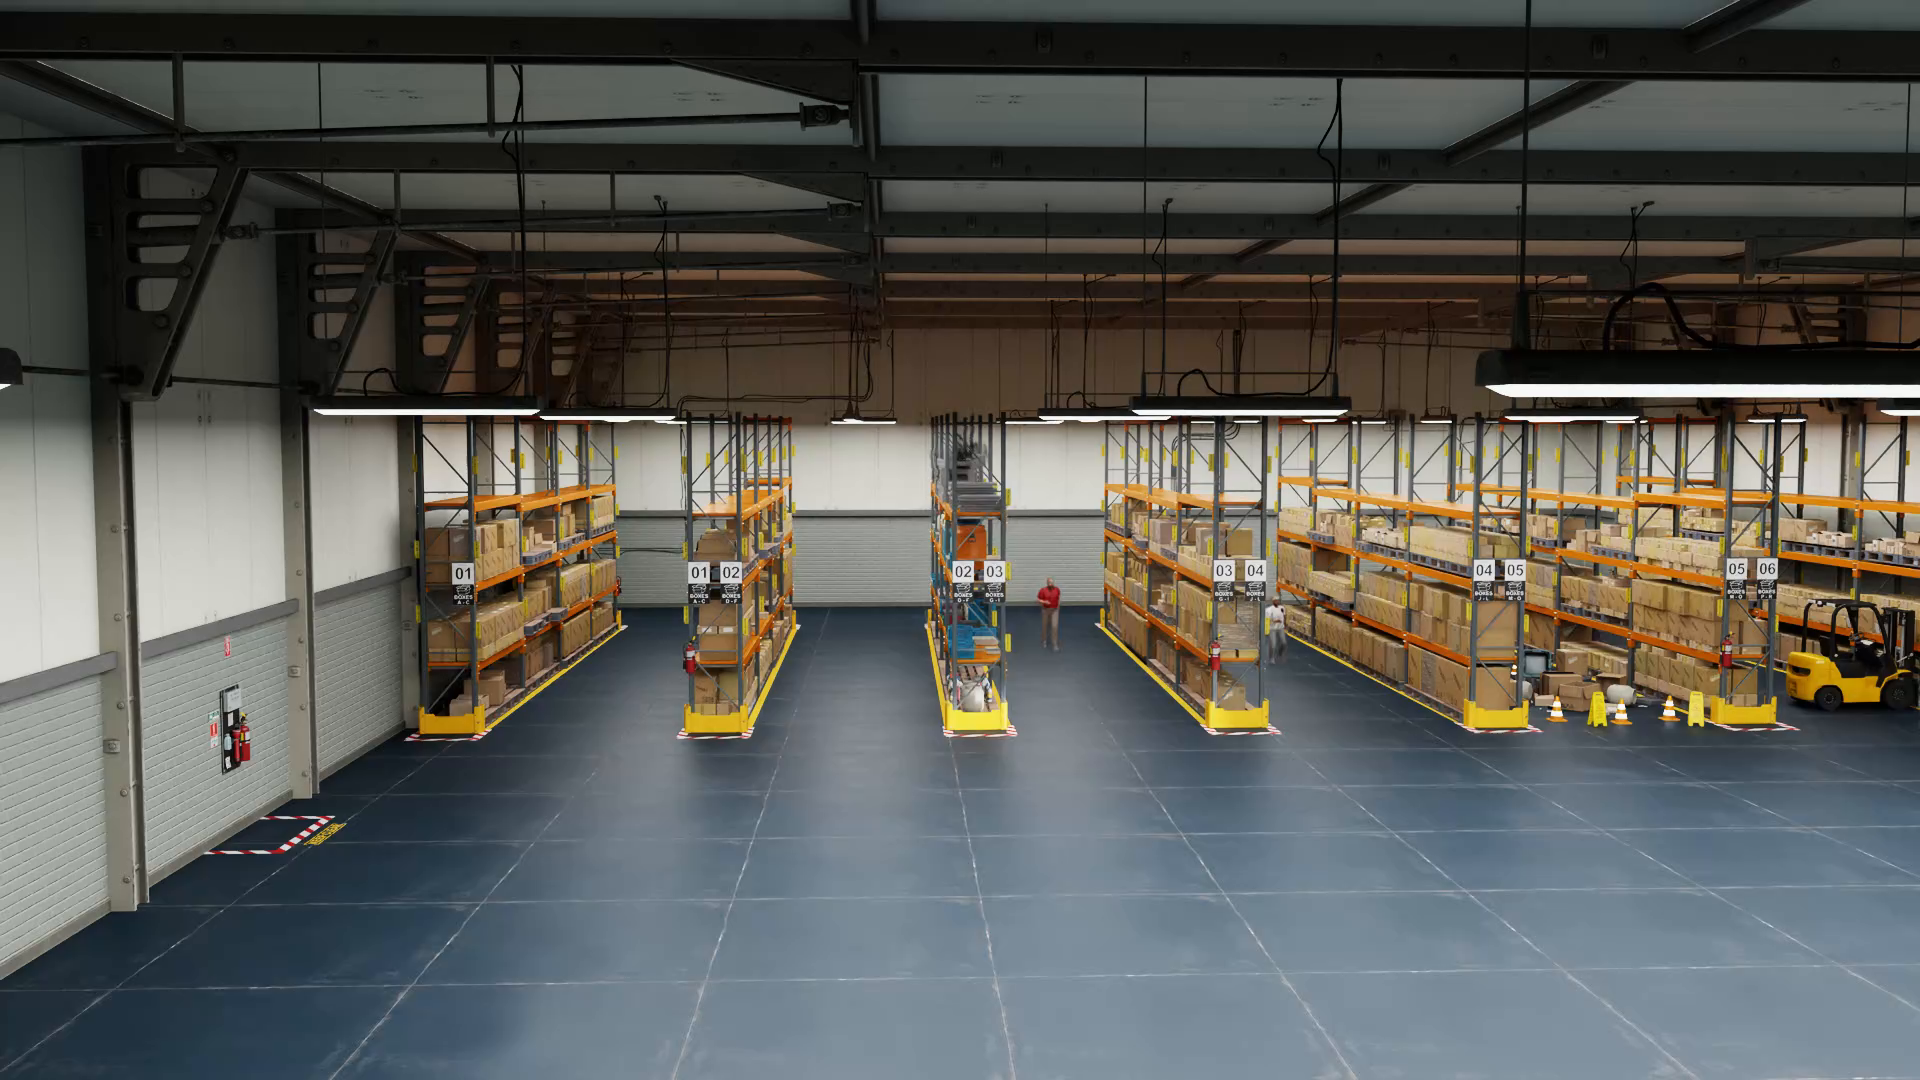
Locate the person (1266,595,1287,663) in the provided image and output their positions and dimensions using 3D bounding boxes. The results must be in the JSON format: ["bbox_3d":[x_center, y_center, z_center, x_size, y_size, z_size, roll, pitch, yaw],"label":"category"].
[{"bbox_3d":[7.661,2.148,40.096,0.569,1.673,0.655,-1,4,-9],"label":"person"}]

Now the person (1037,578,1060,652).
[{"bbox_3d":[2.179,1.843,40.651,0.608,1.699,0.863,0,4,-7],"label":"person"}]
